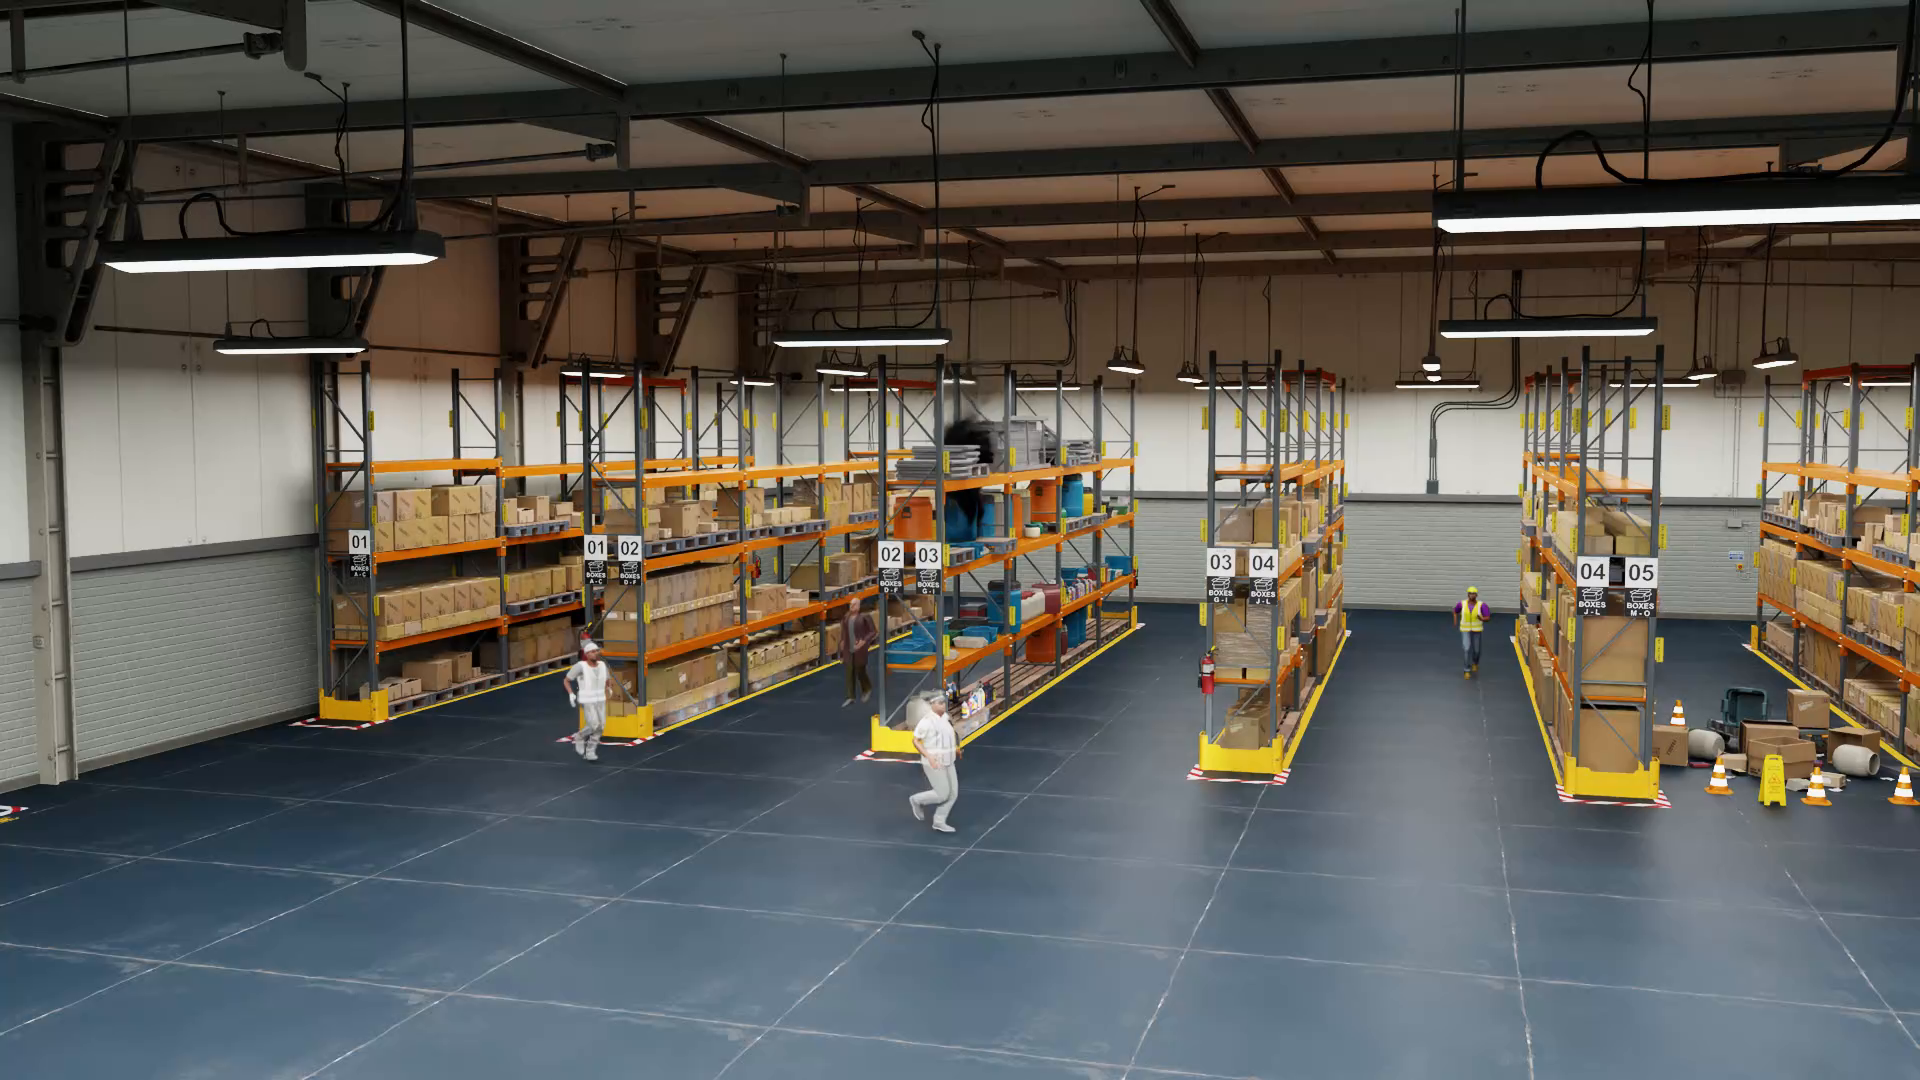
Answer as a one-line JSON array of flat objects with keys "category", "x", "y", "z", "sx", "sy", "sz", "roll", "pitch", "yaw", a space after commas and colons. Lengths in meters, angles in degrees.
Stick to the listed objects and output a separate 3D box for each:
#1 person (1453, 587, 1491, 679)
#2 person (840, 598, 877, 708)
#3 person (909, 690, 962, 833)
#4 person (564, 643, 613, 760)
[{"category": "person", "x": 9.959, "y": 1.779, "z": 32.381, "sx": 0.701, "sy": 1.750, "sz": 0.990, "roll": 1, "pitch": 4, "yaw": 16}, {"category": "person", "x": -1.732, "y": 1.860, "z": 27.719, "sx": 0.722, "sy": 1.801, "sz": 0.835, "roll": 2, "pitch": 4, "yaw": 21}, {"category": "person", "x": -0.291, "y": 2.689, "z": 20.317, "sx": 0.602, "sy": 1.742, "sz": 0.664, "roll": 3, "pitch": 5, "yaw": 34}, {"category": "person", "x": -5.389, "y": 2.385, "z": 24.482, "sx": 0.590, "sy": 1.735, "sz": 0.695, "roll": 4, "pitch": 6, "yaw": 44}]
